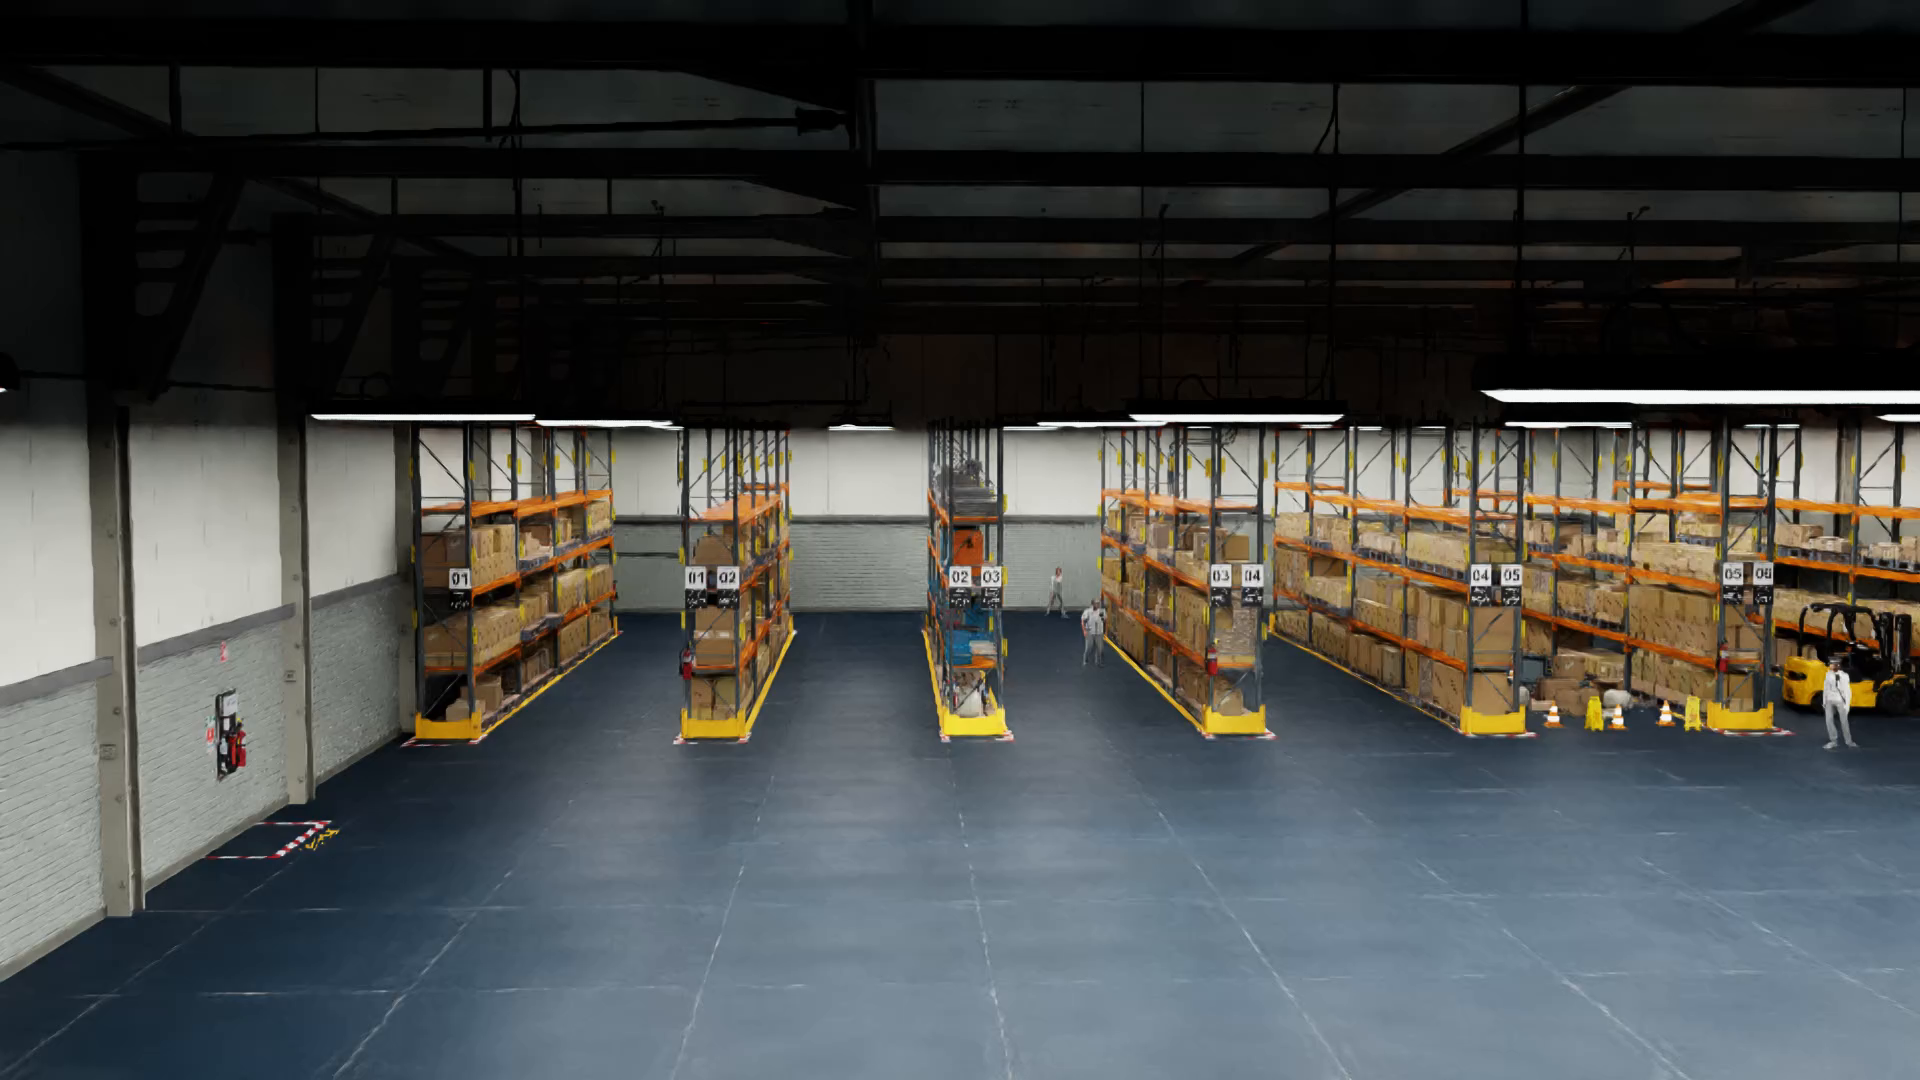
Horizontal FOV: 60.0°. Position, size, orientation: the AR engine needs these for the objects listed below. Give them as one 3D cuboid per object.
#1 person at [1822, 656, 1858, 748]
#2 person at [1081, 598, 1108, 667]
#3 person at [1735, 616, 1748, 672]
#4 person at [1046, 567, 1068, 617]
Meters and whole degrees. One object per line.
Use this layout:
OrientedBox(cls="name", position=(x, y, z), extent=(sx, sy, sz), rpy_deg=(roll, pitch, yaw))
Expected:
OrientedBox(cls="person", position=(15.938, 2.933, 30.144), extent=(0.531, 1.666, 0.572), rpy_deg=(-2, 4, -30))
OrientedBox(cls="person", position=(3.273, 2.232, 40.454), extent=(0.682, 1.715, 0.528), rpy_deg=(0, 4, -4))
OrientedBox(cls="person", position=(16.664, 2.492, 35.582), extent=(0.489, 1.787, 0.608), rpy_deg=(2, 4, 28))
OrientedBox(cls="person", position=(2.981, 1.599, 51.395), extent=(0.453, 1.536, 0.881), rpy_deg=(-2, 4, -26))
